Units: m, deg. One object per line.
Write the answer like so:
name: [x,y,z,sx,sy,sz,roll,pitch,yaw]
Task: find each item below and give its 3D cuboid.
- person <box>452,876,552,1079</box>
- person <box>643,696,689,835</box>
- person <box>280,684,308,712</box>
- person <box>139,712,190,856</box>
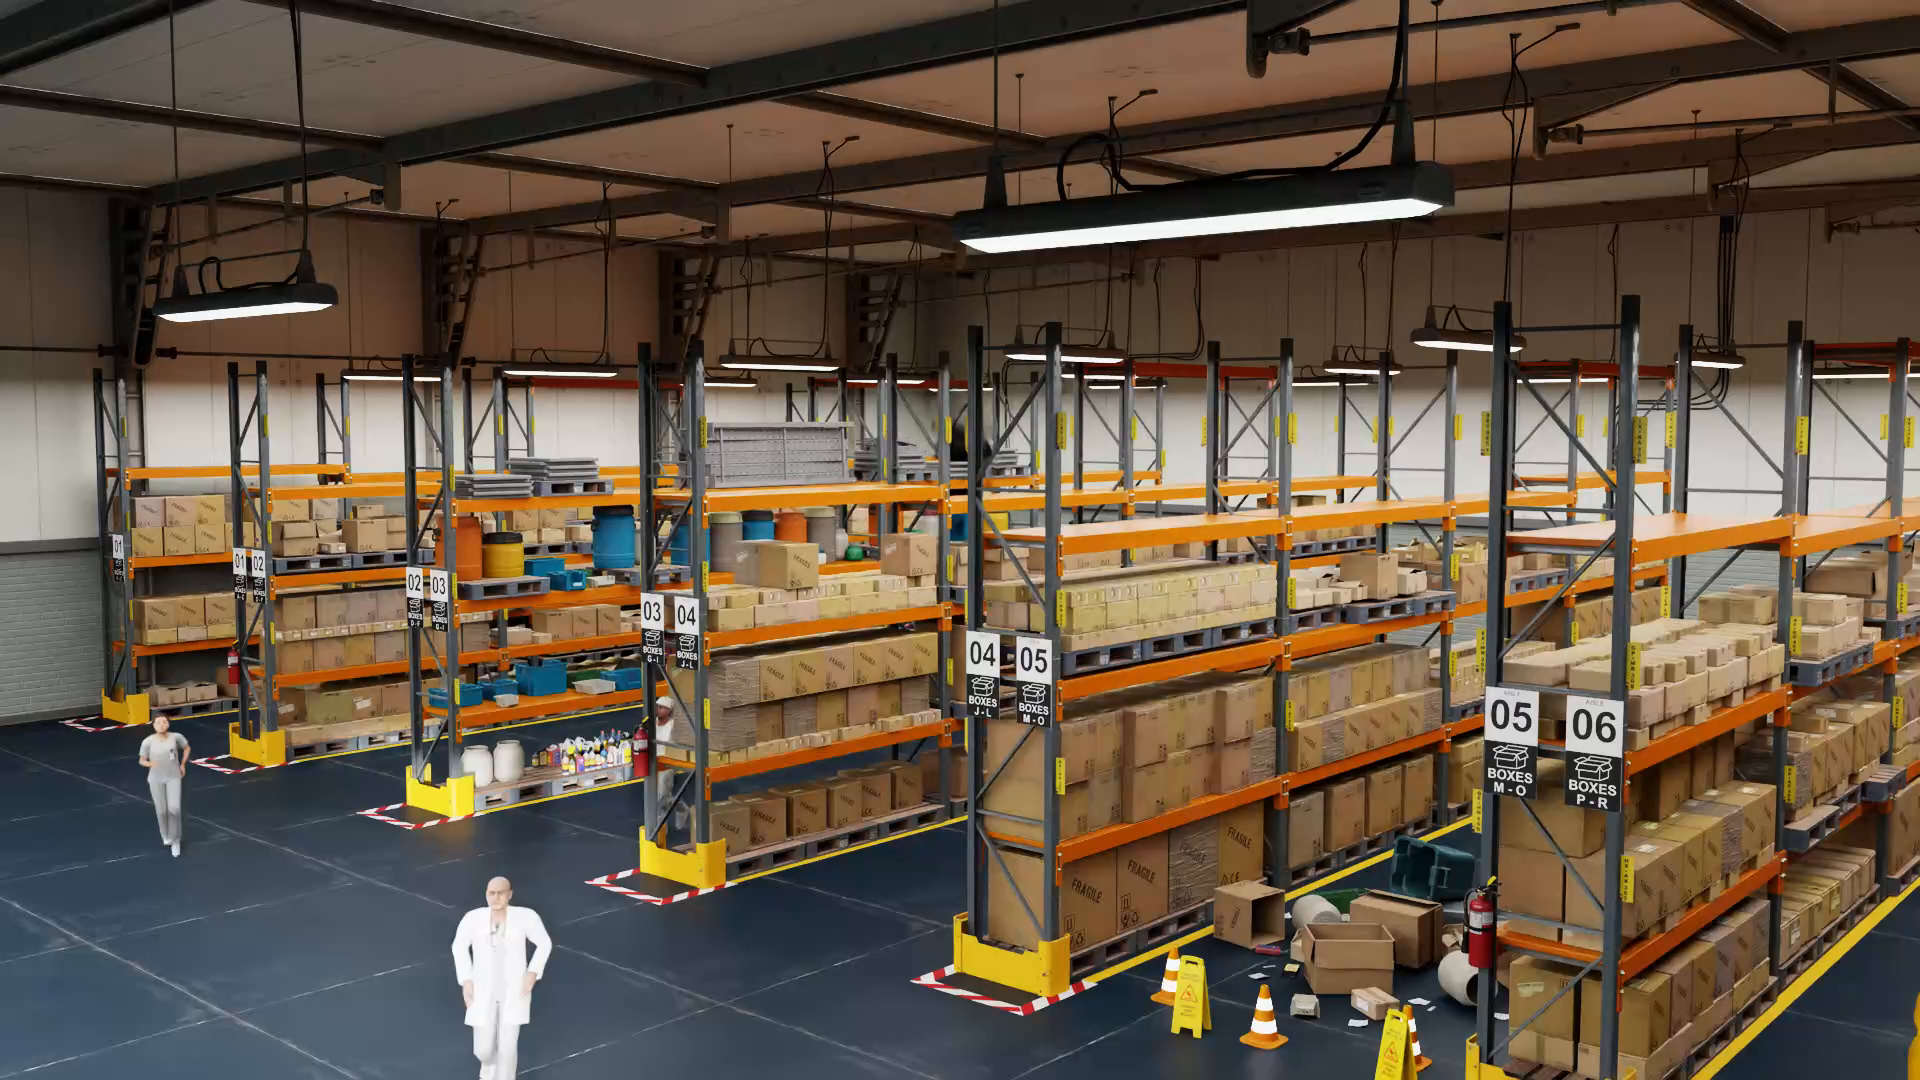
person: [-3.438,3.379,12.507,0.731,1.750,0.636,-1,4,-11]
person: [-3.659,2.790,20.495,0.679,1.733,0.621,3,5,31]
person: [-10.812,2.330,27.047,0.595,1.685,0.903,3,5,38]
person: [-9.420,2.890,19.712,0.542,1.710,0.726,-2,5,-22]
